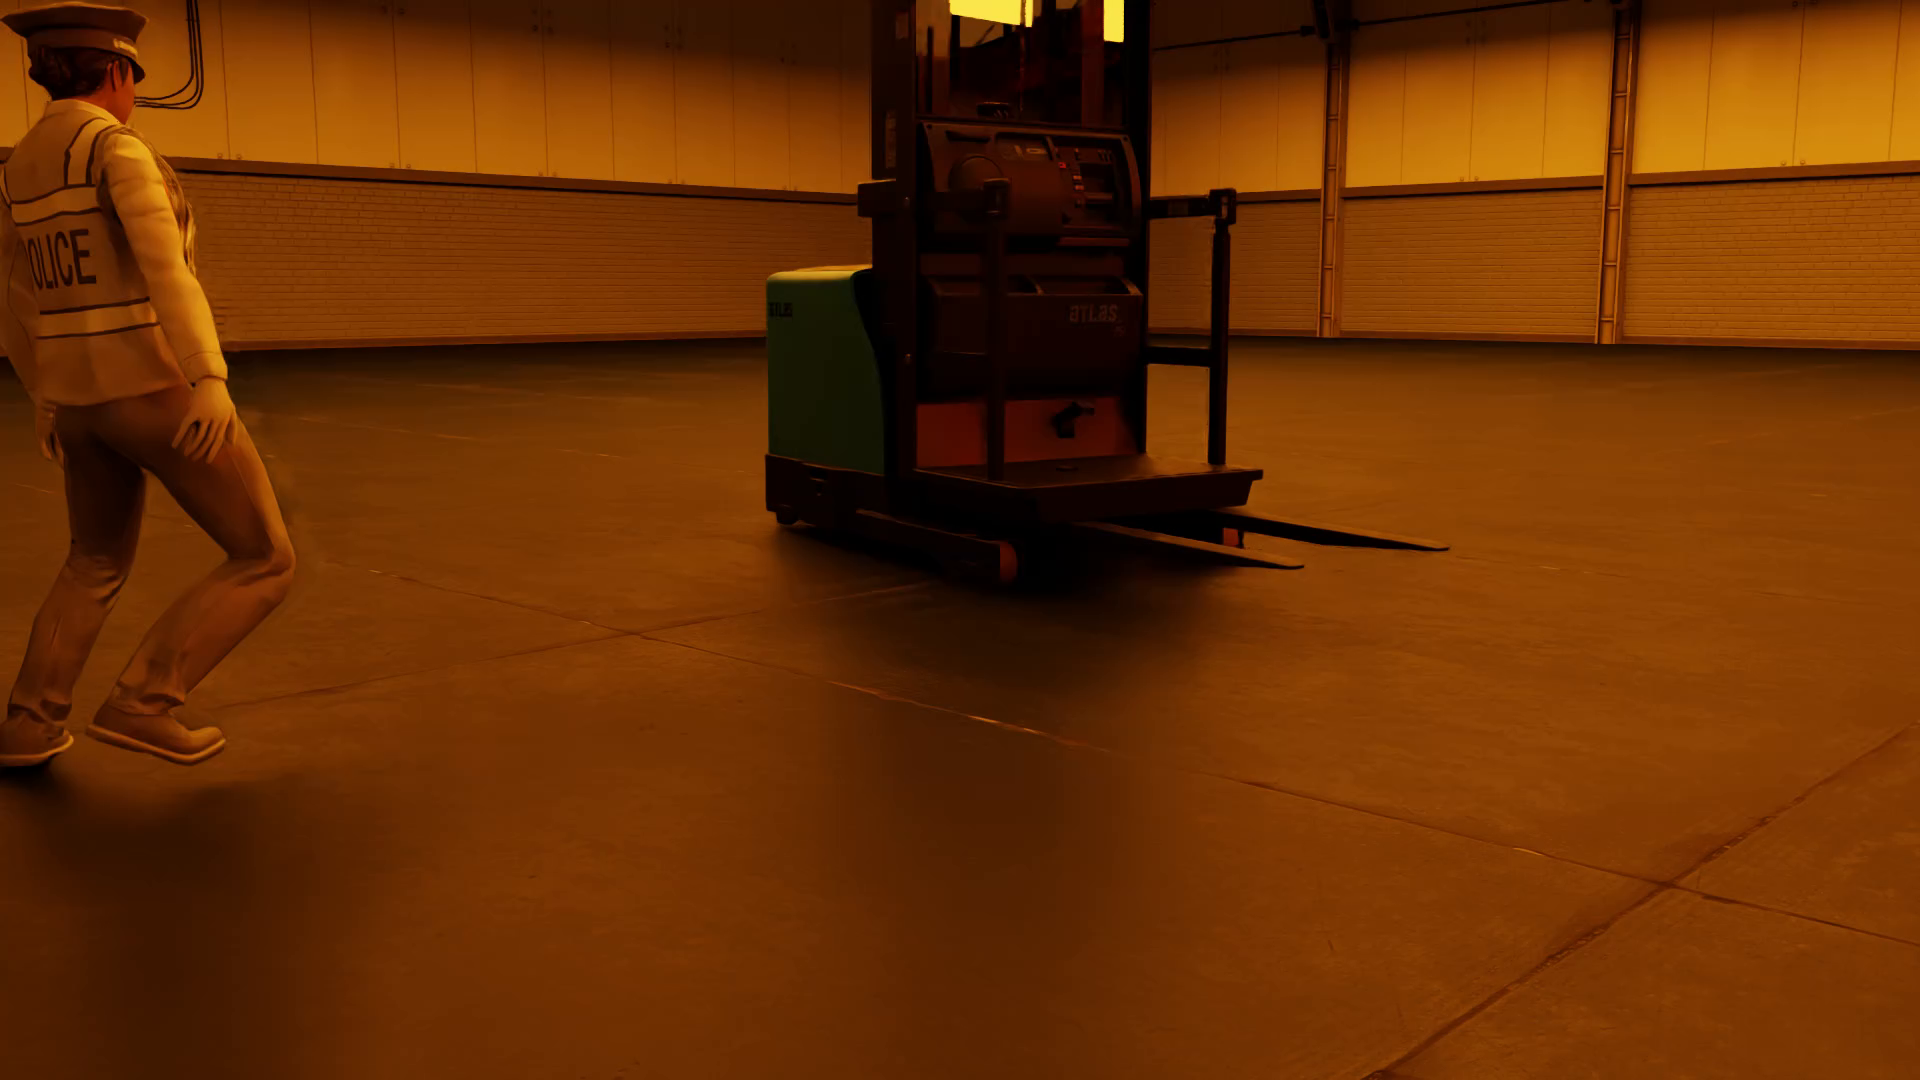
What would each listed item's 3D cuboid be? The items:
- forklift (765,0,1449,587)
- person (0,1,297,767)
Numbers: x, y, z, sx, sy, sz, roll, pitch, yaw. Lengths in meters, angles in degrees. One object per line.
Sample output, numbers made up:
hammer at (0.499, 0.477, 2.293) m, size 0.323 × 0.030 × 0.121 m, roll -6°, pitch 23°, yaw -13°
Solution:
forklift at (0.391, -1.368, 5.956) m, size 1.130 × 2.935 × 3.031 m, roll -5°, pitch 10°, yaw -32°
person at (-1.709, -0.295, 3.427) m, size 0.820 × 1.583 × 0.439 m, roll 6°, pitch 10°, yaw 33°
